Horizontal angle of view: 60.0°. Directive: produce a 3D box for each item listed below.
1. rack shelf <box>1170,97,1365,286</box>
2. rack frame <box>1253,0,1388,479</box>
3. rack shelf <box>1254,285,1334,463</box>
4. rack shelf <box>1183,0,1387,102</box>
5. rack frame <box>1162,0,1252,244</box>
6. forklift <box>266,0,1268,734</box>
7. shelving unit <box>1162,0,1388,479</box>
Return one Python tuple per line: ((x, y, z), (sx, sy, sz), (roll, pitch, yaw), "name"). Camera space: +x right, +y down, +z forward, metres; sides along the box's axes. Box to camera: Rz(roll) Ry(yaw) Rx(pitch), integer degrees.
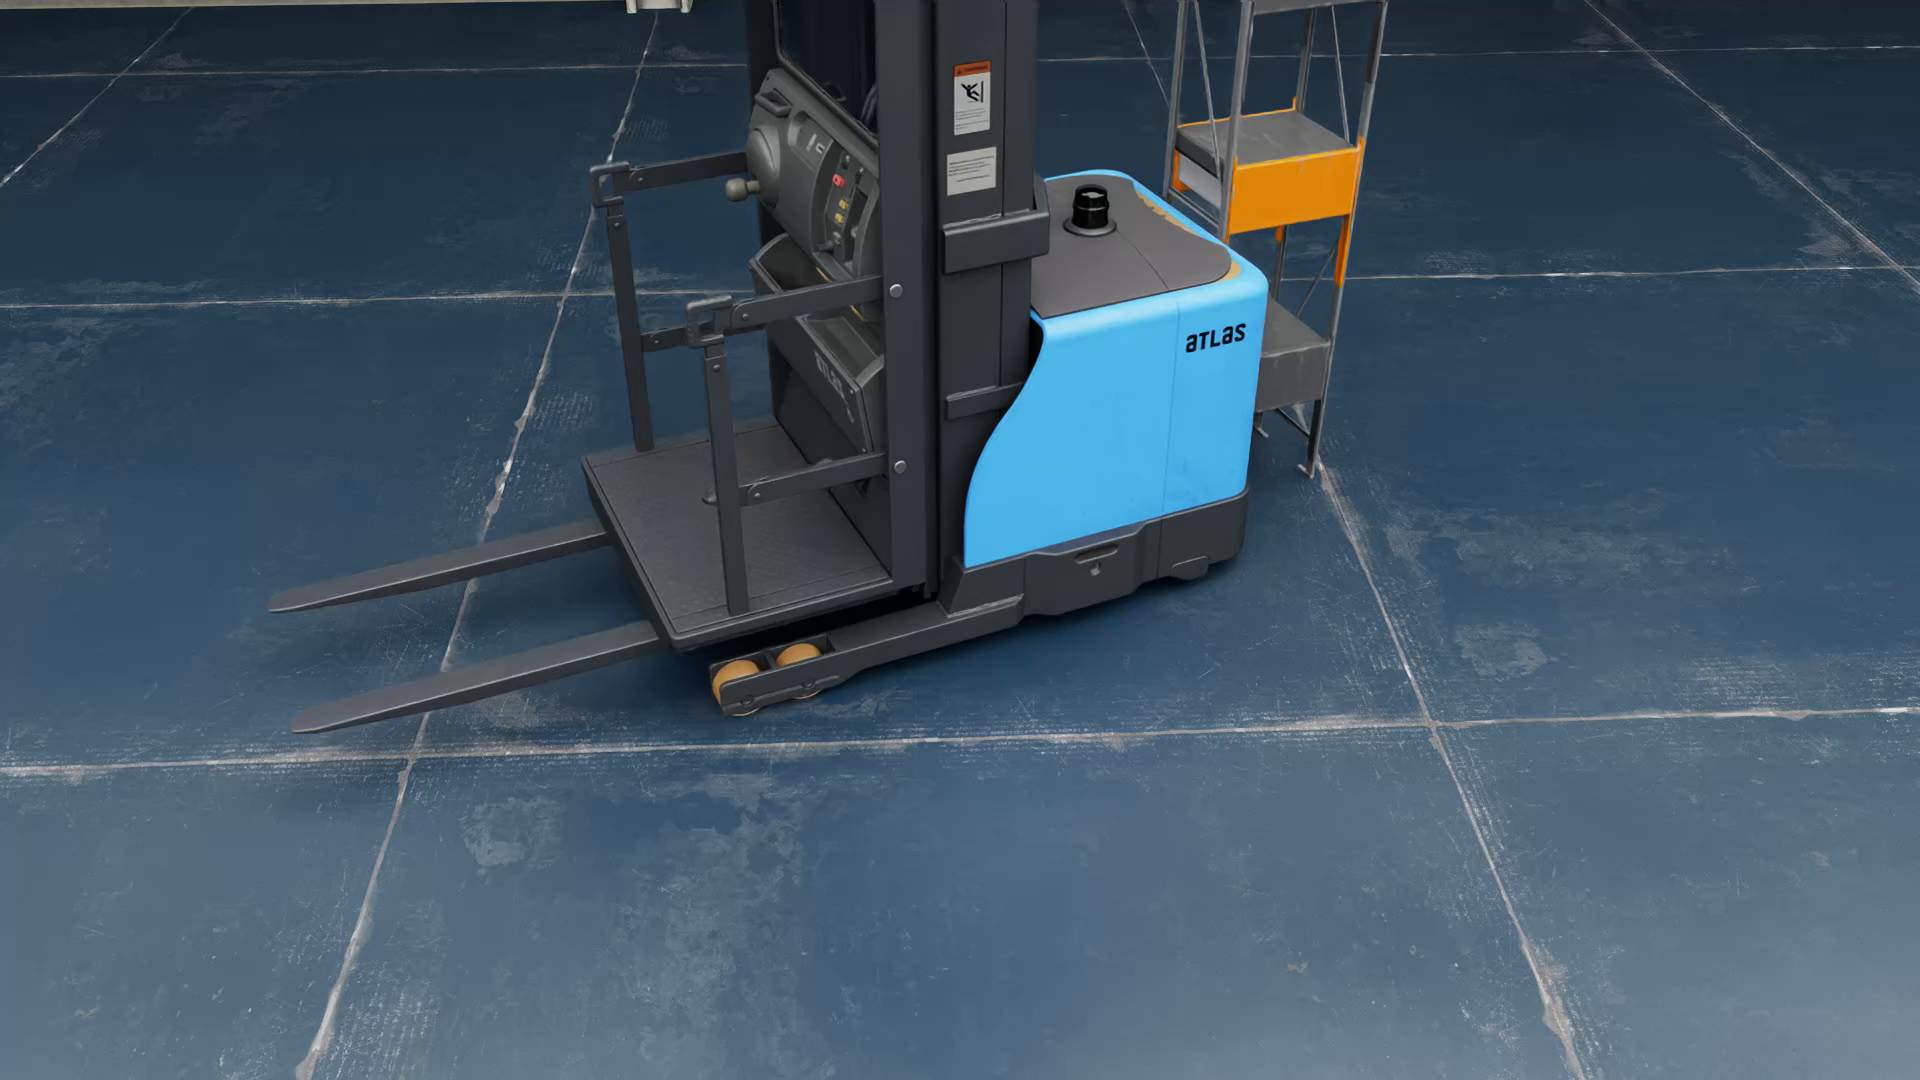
((0.995, -1.131, 5.557), (0.480, 0.518, 0.431), (-13, 37, -19), "rack shelf")
((1.220, -1.194, 5.629), (0.015, 2.100, 0.400), (-13, 37, -19), "rack frame")
((0.986, -0.553, 5.952), (0.480, 0.518, 0.431), (-13, 37, -19), "rack shelf")
((1.004, -1.708, 5.161), (0.480, 0.518, 0.431), (-13, 37, -19), "rack shelf")
((0.771, -1.090, 5.469), (0.015, 2.100, 0.400), (-13, 37, -19), "rack frame")
((-0.607, -1.020, 4.649), (3.031, 2.935, 1.130), (-15, 37, -20), "forklift")
((0.995, -1.142, 5.549), (0.503, 2.100, 0.431), (-13, 37, -19), "shelving unit")
